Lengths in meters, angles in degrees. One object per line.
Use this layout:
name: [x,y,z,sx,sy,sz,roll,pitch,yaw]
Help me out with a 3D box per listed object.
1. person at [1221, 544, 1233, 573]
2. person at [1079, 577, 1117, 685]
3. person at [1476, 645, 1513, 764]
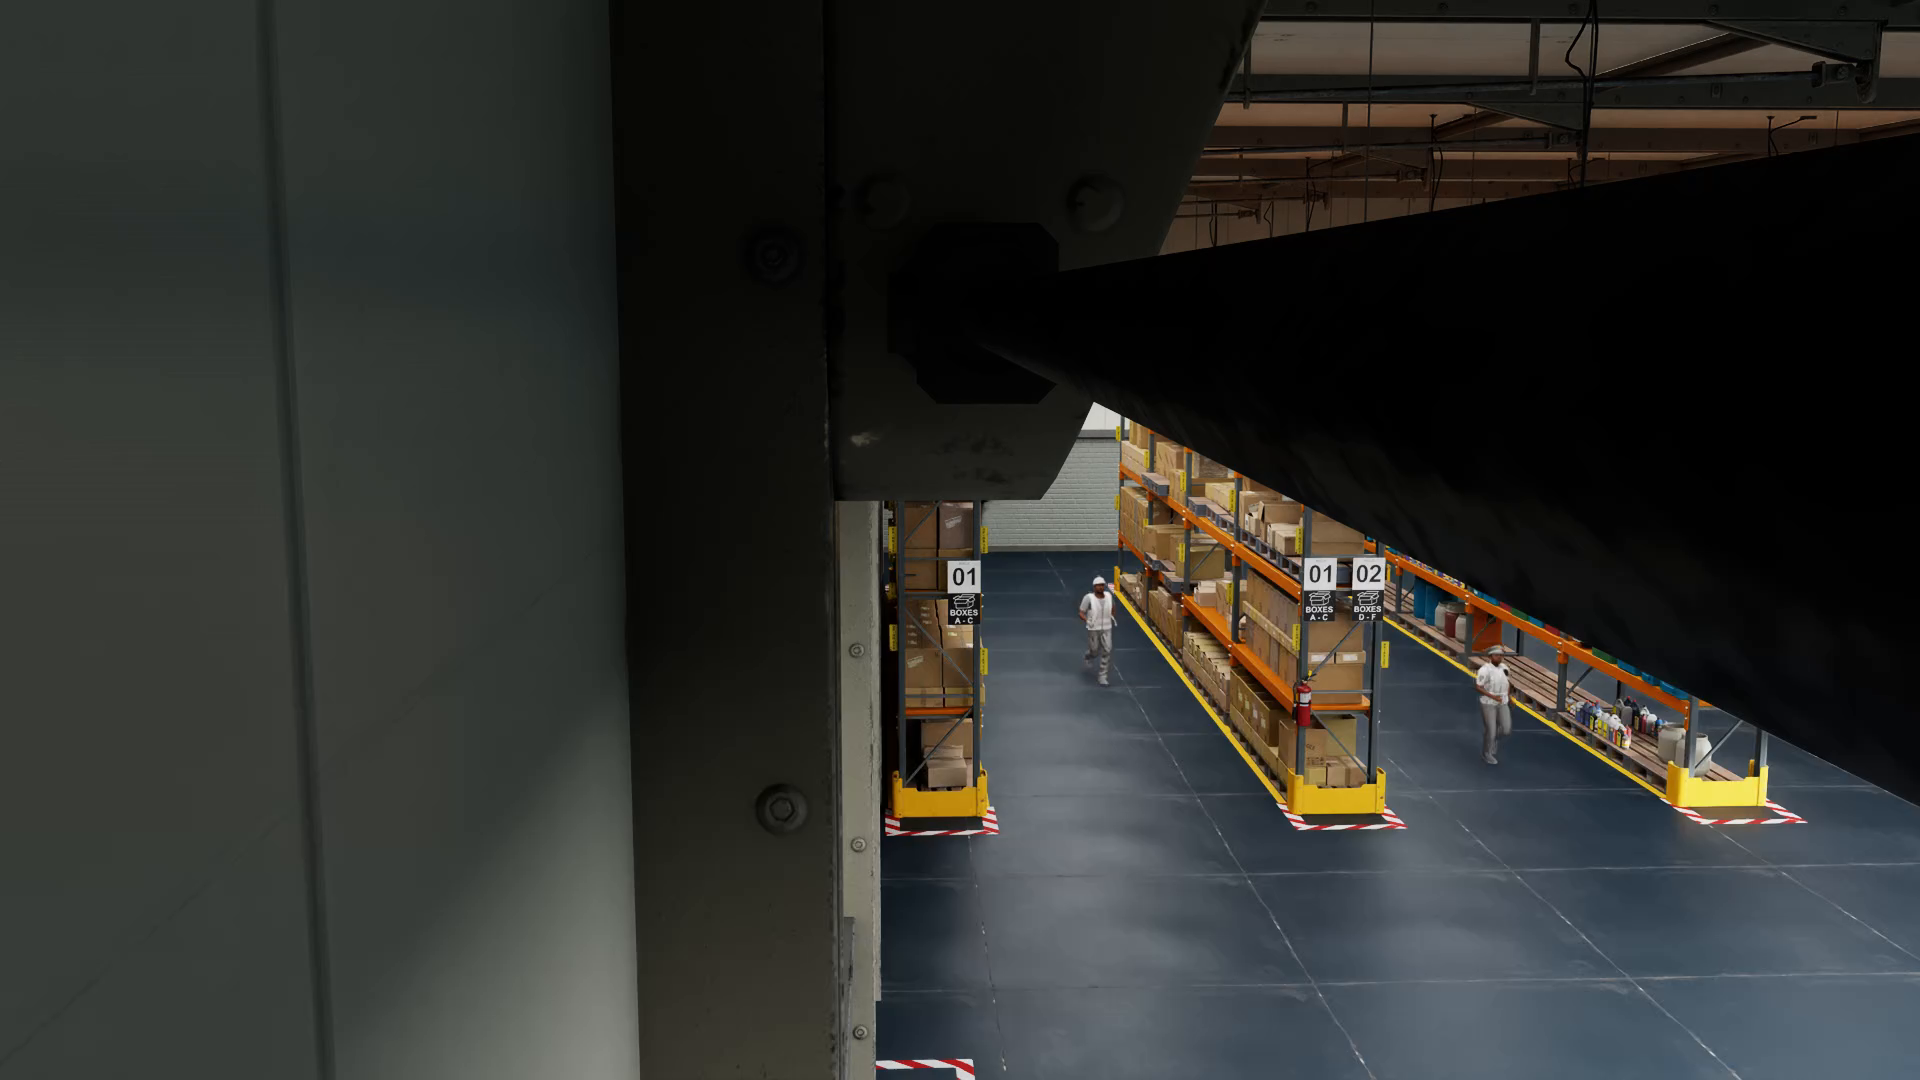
person: [5.766,0.434,35.435,0.591,1.714,0.747,-2,8,-15]
person: [2.312,1.485,27.726,0.683,1.765,0.849,-2,9,-15]
person: [7.353,2.248,22.798,0.570,1.661,0.553,-2,8,-13]
